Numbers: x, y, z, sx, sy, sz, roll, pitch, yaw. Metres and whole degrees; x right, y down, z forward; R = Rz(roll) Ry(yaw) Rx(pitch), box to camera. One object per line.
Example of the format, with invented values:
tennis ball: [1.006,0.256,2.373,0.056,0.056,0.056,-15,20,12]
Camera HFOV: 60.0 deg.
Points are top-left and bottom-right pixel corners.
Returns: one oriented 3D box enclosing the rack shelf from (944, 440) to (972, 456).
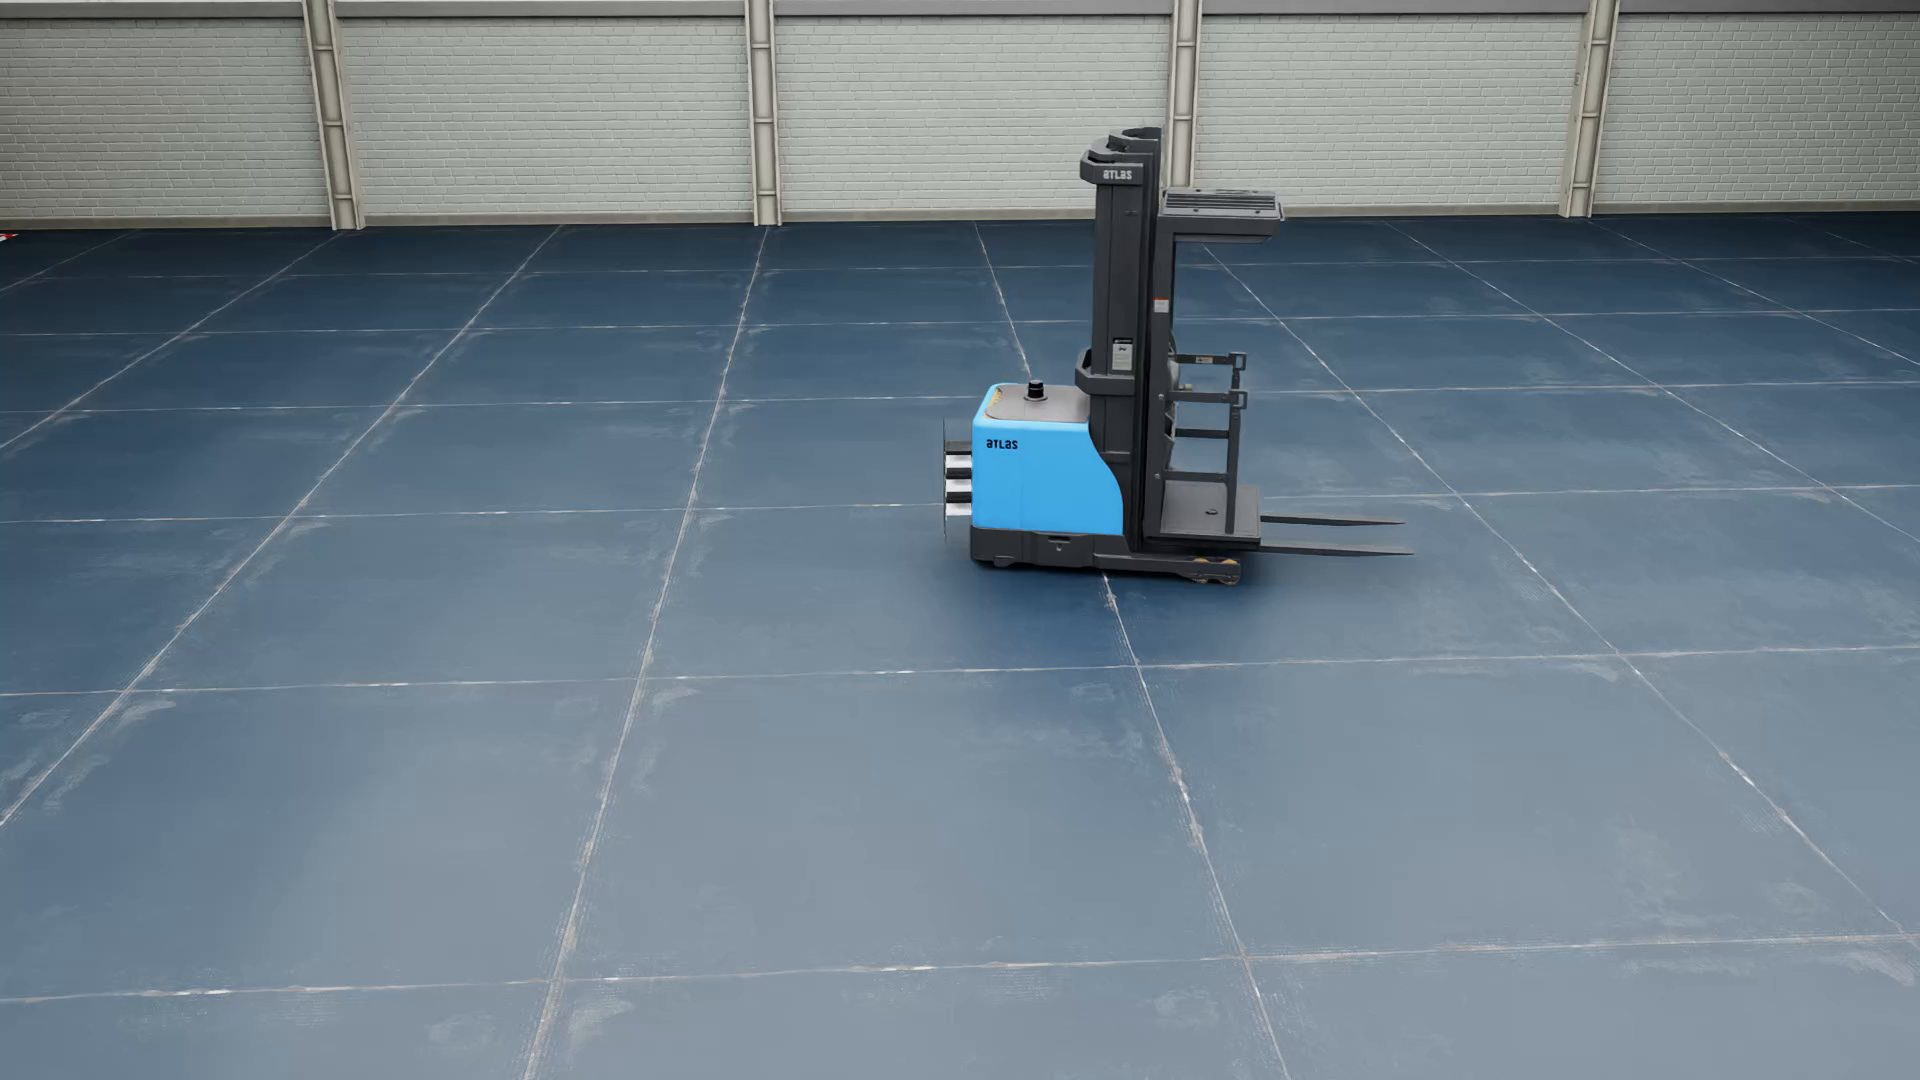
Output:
rack shelf: [-0.008,-0.642,11.876,0.200,0.077,0.258,-1,21,-3]

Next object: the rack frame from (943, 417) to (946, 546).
rack frame: [-0.110,-0.418,11.955,0.006,0.900,0.240,-1,21,-3]

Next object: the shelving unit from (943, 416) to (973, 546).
shelving unit: [-0.008,-0.420,11.960,0.210,0.900,0.258,-1,21,-3]

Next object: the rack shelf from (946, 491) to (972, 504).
rack shelf: [-0.008,-0.305,12.004,0.200,0.077,0.258,-1,21,-3]

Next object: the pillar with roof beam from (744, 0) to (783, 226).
pillar with roof beam: [-2.547,-7.288,18.616,0.400,9.000,9.100,-1,21,-3]

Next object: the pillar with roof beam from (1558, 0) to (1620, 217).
pillar with roof beam: [9.434,-7.532,19.256,0.400,9.000,9.100,-1,21,-3]

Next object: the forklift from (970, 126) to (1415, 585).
forklift: [1.631,-1.269,11.336,3.031,2.935,1.130,3,21,8]

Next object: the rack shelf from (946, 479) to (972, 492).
rack shelf: [-0.008,-0.389,11.972,0.200,0.077,0.258,-1,21,-3]

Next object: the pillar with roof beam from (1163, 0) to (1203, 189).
pillar with roof beam: [3.444,-7.410,18.936,0.400,9.000,9.100,-1,21,-3]

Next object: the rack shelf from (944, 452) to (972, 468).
rack shelf: [-0.008,-0.557,11.908,0.200,0.077,0.258,-1,21,-3]

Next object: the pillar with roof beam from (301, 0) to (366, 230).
pillar with roof beam: [-8.537,-7.166,18.296,0.400,9.000,9.100,-1,21,-3]

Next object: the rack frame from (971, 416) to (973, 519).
rack frame: [0.093,-0.422,11.966,0.006,0.900,0.240,-1,21,-3]

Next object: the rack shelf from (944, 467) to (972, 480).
rack shelf: [-0.008,-0.473,11.940,0.200,0.077,0.258,-1,21,-3]

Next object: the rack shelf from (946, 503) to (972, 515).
rack shelf: [-0.008,-0.221,12.036,0.200,0.077,0.258,-1,21,-3]
